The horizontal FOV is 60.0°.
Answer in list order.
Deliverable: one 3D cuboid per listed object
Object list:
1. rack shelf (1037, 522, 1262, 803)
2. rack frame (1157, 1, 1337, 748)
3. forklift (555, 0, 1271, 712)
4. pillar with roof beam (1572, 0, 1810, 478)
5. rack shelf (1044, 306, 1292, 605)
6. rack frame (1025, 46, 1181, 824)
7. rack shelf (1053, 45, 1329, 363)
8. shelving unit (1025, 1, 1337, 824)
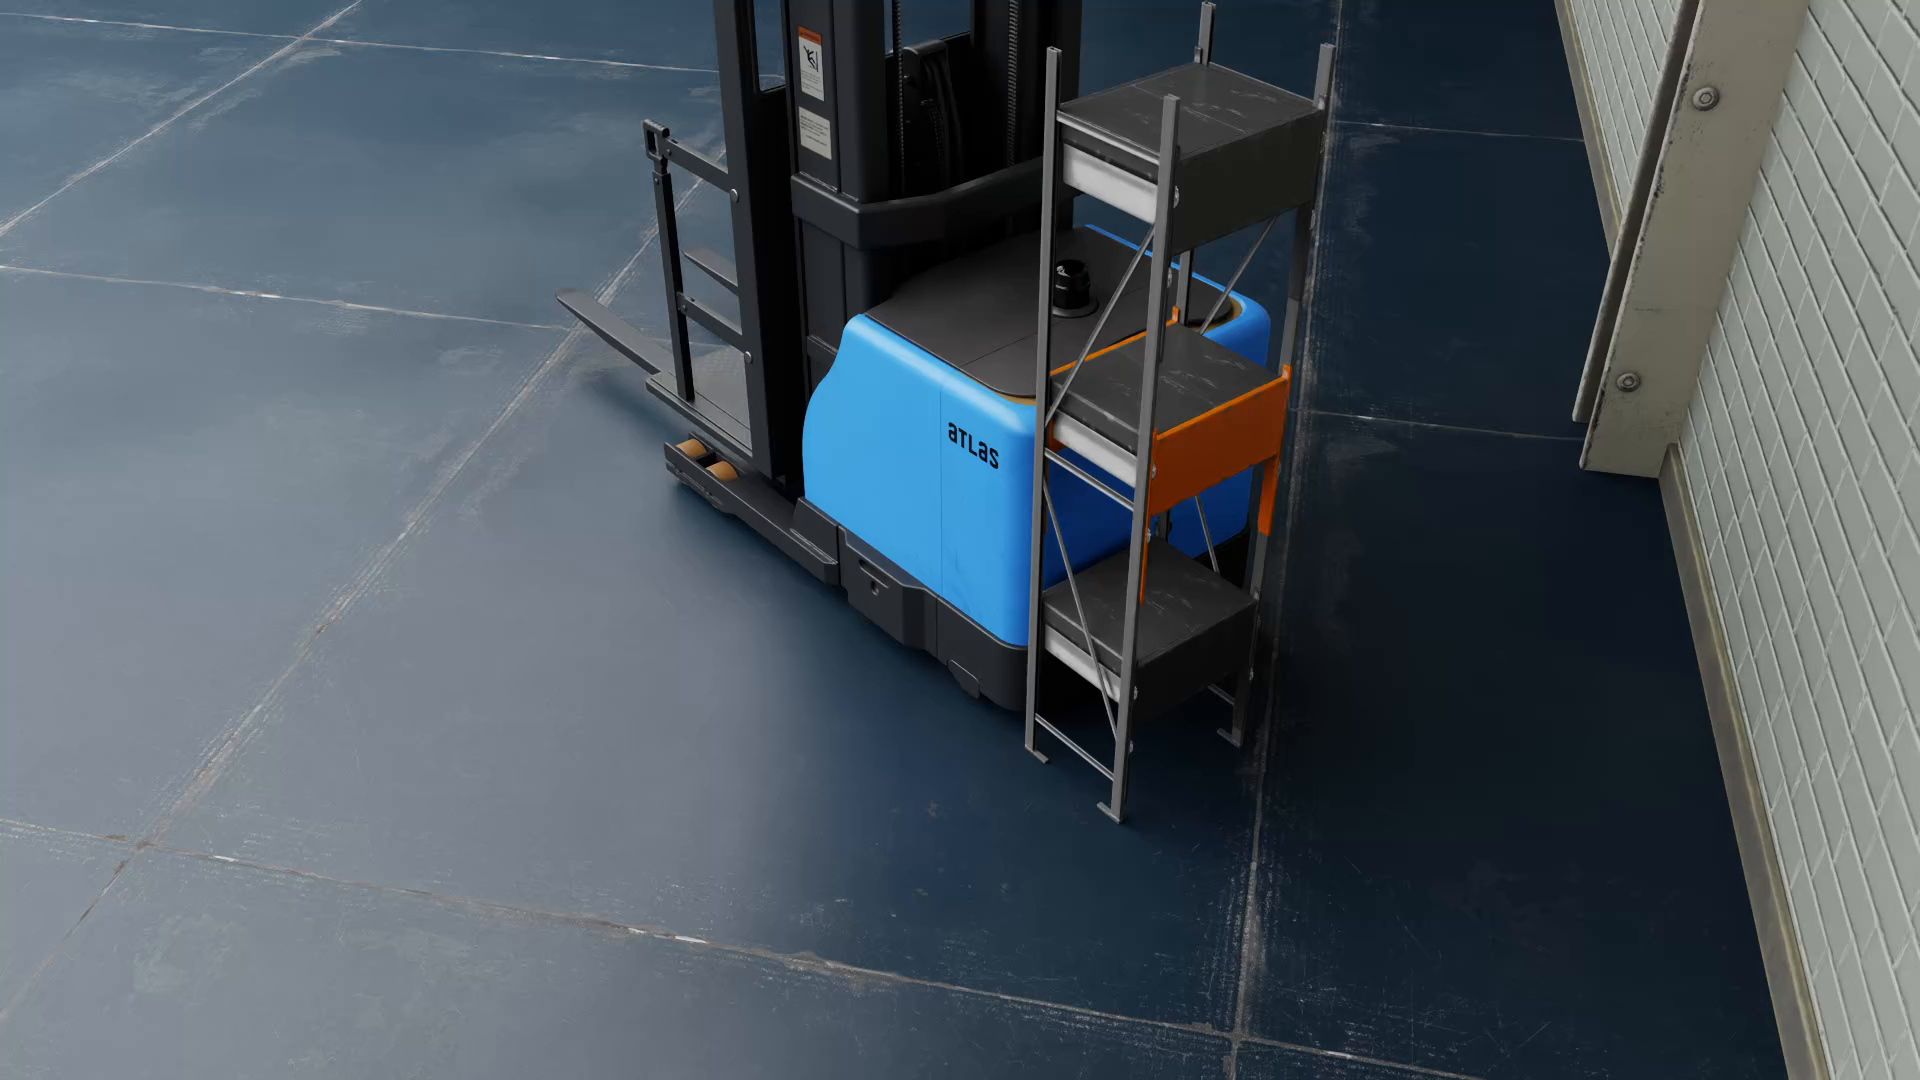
[{"bbox_3d":[0.513,0.339,4.709,0.480,0.518,0.431,-26,43,-31],"label":"rack shelf"},{"bbox_3d":[0.702,-0.329,4.415,0.015,2.100,0.400,-26,43,-31],"label":"rack frame"},{"bbox_3d":[-0.410,-1.468,5.278,1.130,2.935,3.031,-27,44,-32],"label":"forklift"},{"bbox_3d":[-1.732,-4.538,4.343,9.100,9.000,0.400,7,37,10],"label":"pillar with roof beam"},{"bbox_3d":[0.513,-0.228,4.298,0.480,0.518,0.431,-26,43,-31],"label":"rack shelf"},{"bbox_3d":[0.324,-0.148,4.165,0.015,2.100,0.400,-26,43,-31],"label":"rack frame"},{"bbox_3d":[0.513,-0.794,3.887,0.480,0.518,0.431,-26,43,-31],"label":"rack shelf"},{"bbox_3d":[0.513,-0.239,4.290,0.503,2.100,0.431,-26,43,-31],"label":"shelving unit"}]
